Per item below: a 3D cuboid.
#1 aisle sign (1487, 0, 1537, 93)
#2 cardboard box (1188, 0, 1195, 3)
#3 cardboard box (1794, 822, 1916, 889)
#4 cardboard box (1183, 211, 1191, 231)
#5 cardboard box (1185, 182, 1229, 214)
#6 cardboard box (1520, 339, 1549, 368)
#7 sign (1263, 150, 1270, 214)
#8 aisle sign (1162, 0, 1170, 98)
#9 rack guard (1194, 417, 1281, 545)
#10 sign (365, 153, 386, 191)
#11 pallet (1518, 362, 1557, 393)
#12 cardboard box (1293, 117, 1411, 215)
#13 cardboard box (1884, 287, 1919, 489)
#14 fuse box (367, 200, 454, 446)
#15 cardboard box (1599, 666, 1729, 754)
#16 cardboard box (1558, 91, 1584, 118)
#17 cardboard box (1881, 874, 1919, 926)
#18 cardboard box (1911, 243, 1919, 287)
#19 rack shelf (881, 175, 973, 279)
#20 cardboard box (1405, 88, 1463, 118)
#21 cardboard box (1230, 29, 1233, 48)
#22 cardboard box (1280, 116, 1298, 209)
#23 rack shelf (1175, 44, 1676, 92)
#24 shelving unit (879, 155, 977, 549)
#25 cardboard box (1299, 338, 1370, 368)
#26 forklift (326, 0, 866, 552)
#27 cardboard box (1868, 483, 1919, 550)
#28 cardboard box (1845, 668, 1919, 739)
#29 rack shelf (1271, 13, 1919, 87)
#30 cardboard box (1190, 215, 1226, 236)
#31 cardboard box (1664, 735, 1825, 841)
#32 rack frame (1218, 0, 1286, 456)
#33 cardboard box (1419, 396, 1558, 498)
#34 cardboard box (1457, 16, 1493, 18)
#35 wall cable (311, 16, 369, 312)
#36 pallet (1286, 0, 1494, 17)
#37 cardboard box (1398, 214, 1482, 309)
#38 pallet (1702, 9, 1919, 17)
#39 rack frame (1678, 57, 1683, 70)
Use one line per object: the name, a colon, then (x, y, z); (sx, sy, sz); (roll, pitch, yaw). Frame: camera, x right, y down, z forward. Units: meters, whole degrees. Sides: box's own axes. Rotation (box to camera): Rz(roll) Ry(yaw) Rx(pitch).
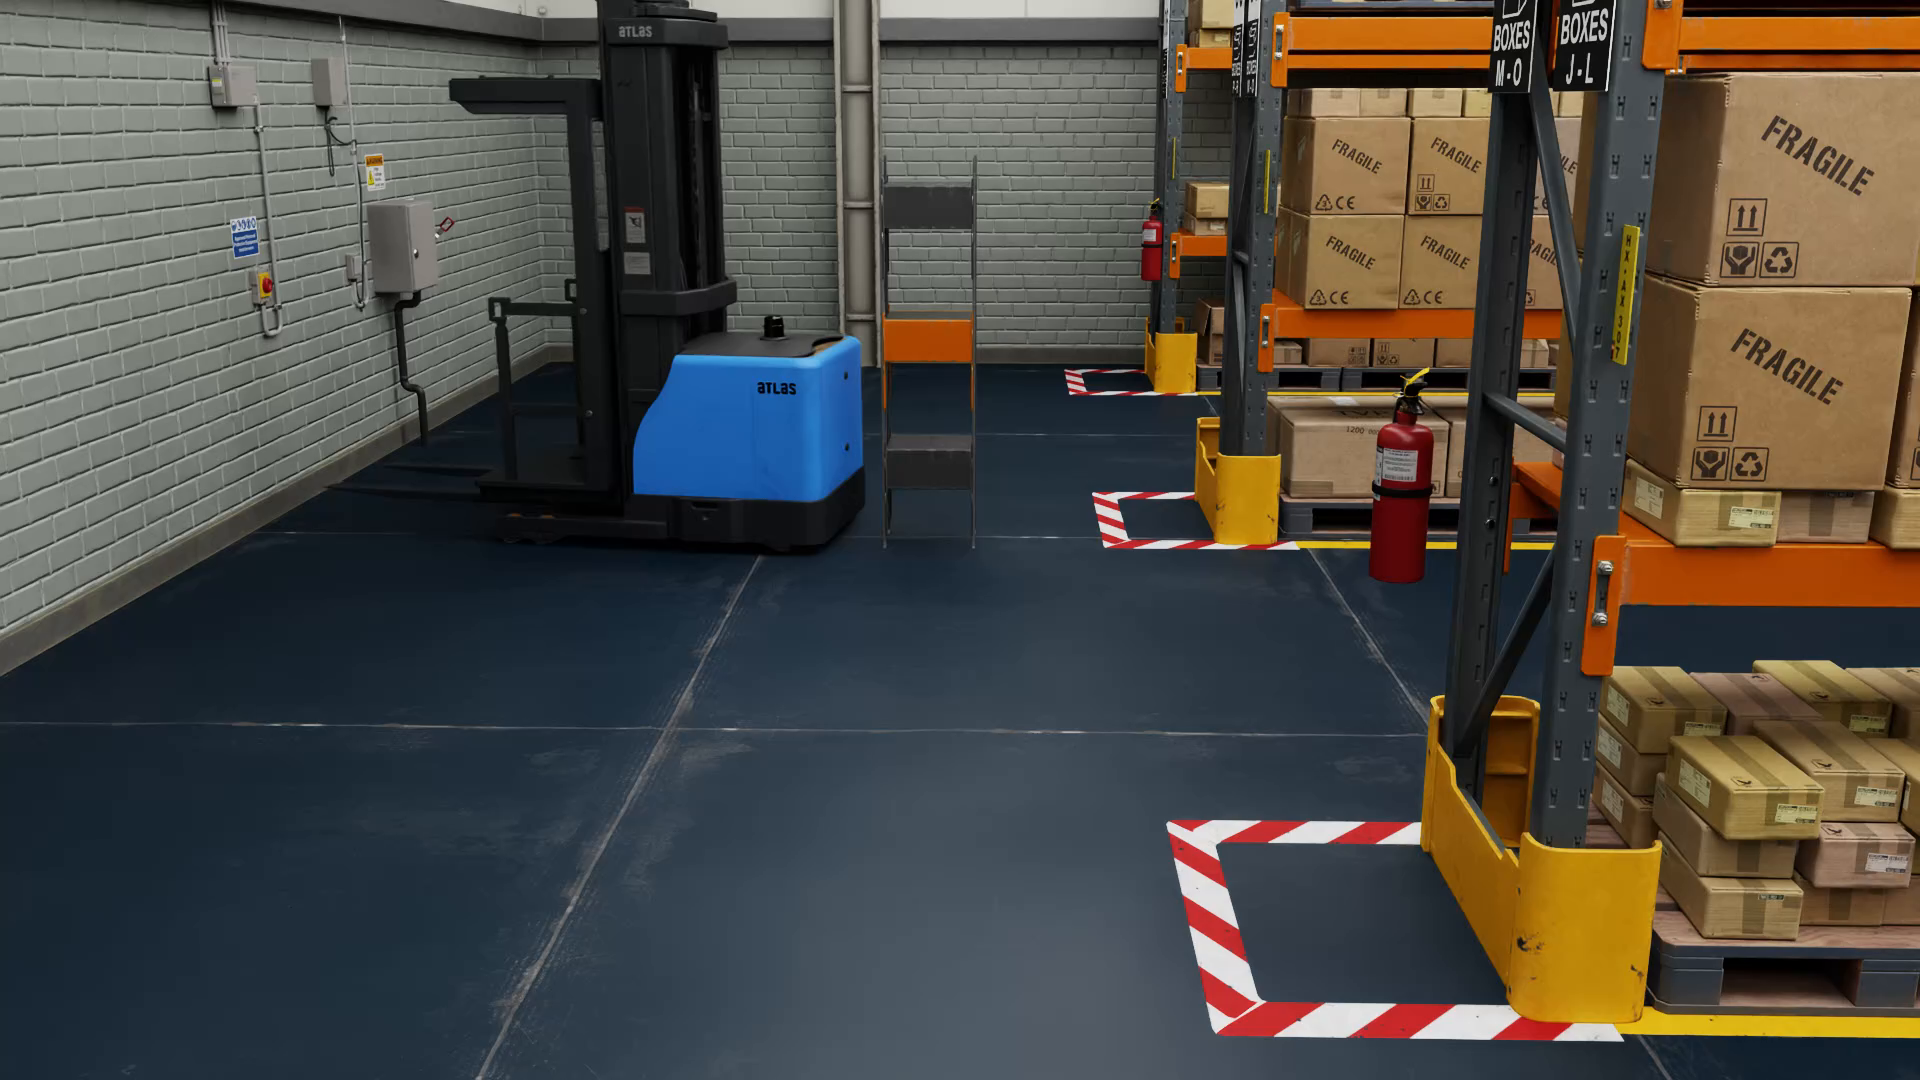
aisle sign: (1.545, -1.643, 4.590); (0.004, 0.787, 0.394); (0, 15, 1)
cardboard box: (2.210, -4.669, 14.008); (0.500, 0.250, 0.500); (0, 15, 0)
cardboard box: (2.399, 0.808, 4.579); (0.250, 0.149, 0.380); (0, 15, 1)
cardboard box: (2.096, -2.782, 14.498); (0.250, 0.149, 0.380); (0, 15, 1)
cardboard box: (2.225, -2.973, 14.441); (0.500, 0.250, 0.500); (1, 15, 3)
cardboard box: (4.836, -1.624, 14.150); (0.258, 0.266, 0.396); (1, 15, 3)
sign: (1.615, -1.887, 8.760); (0.005, 0.325, 0.100); (0, 15, 1)
aisle sign: (1.683, -4.020, 13.601); (0.004, 0.787, 0.394); (0, 15, 1)
rack guard: (1.611, -0.363, 9.736); (0.348, 0.500, 1.175); (0, 15, 1)
sign: (-4.011, -2.524, 11.407); (0.001, 0.242, 0.339); (0, 15, 1)
pallet: (5.070, -1.468, 14.490); (1.213, 0.211, 1.003); (0, 15, 1)
cardboard box: (2.108, -2.028, 8.989); (0.500, 0.500, 0.500); (0, 15, 0)
cardboard box: (2.587, -0.430, 4.312); (0.500, 0.500, 0.500); (0, 15, 2)
fuse box: (-3.803, -1.514, 11.725); (0.414, 1.711, 0.539); (0, 15, 1)
cardboard box: (2.146, 0.518, 5.096); (0.250, 0.149, 0.380); (1, 15, 2)
cardboard box: (3.280, -2.332, 8.871); (0.250, 0.149, 0.380); (1, 15, 2)
cardboard box: (2.638, 0.933, 4.691); (0.250, 0.149, 0.380); (1, 15, 2)
cardboard box: (2.556, -0.912, 4.177); (0.500, 0.500, 0.500); (1, 15, 3)
rack shelf: (-0.165, -1.680, 8.901); (0.480, 0.518, 0.431); (0, 15, 1)
cardboard box: (2.504, -2.330, 8.862); (0.250, 0.149, 0.380); (1, 15, 3)
cardboard box: (2.334, -4.110, 13.650); (0.250, 0.149, 0.380); (1, 15, 2)
cardboard box: (2.123, -2.161, 9.495); (0.500, 0.500, 0.500); (1, 15, 3)
rack shelf: (3.758, -3.927, 13.874); (4.000, 0.370, 1.077); (0, 15, 1)
shelving unit: (-0.165, -1.016, 9.076); (0.503, 2.100, 0.431); (0, 15, 1)
cardboard box: (3.221, -1.788, 14.315); (0.500, 0.500, 0.700); (1, 15, 4)
forklift: (-2.127, -1.518, 9.350); (3.031, 2.935, 1.130); (3, 15, 11)
cardboard box: (2.448, -0.095, 4.312); (0.250, 0.149, 0.380); (0, 15, 0)
cardboard box: (2.915, 0.521, 5.083); (0.250, 0.149, 0.380); (0, 15, -1)
rack shelf: (3.635, -2.661, 9.077); (4.000, 0.370, 1.077); (0, 15, 1)
cardboard box: (2.080, -2.644, 13.973); (0.250, 0.149, 0.380); (0, 15, 1)
cardboard box: (2.125, 0.669, 4.522); (0.250, 0.149, 0.380); (0, 15, -1)
rack frame: (1.635, -1.572, 9.417); (0.127, 3.000, 1.000); (0, 15, 1)
cardboard box: (3.213, -0.553, 9.756); (0.875, 0.438, 0.875); (1, 15, 3)
cardboard box: (4.237, -4.279, 13.511); (0.500, 0.250, 0.500); (1, 15, 3)
wall cable: (-3.978, -2.455, 10.775); (0.122, 1.984, 0.588); (0, 15, 1)
pallet: (2.377, -2.977, 9.037); (1.213, 0.211, 1.003); (0, 15, 1)
cardboard box: (2.614, -1.547, 9.129); (0.500, 0.500, 0.500); (0, 15, 1)
pallet: (4.816, -2.961, 8.977); (1.213, 0.211, 1.003); (0, 15, 1)
rack frame: (5.757, -2.811, 14.116); (0.127, 3.000, 1.000); (0, 15, 1)
